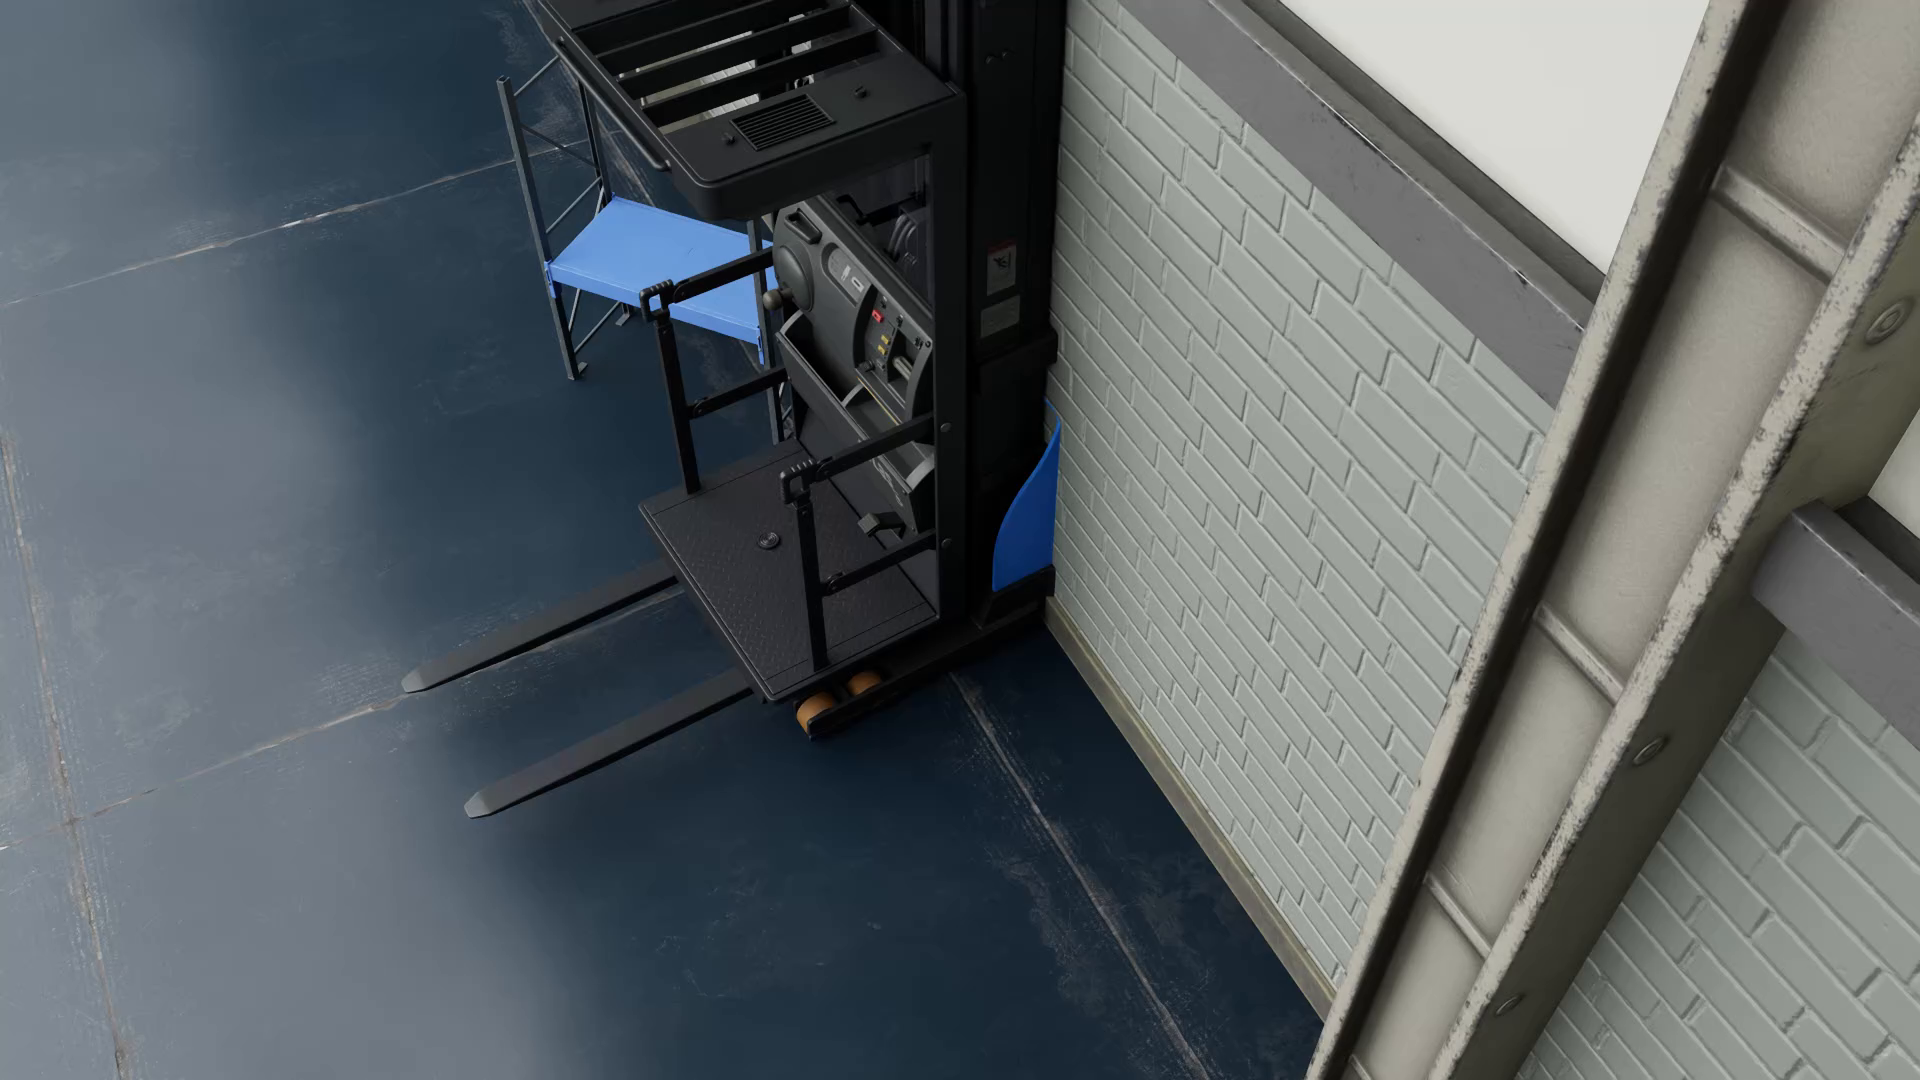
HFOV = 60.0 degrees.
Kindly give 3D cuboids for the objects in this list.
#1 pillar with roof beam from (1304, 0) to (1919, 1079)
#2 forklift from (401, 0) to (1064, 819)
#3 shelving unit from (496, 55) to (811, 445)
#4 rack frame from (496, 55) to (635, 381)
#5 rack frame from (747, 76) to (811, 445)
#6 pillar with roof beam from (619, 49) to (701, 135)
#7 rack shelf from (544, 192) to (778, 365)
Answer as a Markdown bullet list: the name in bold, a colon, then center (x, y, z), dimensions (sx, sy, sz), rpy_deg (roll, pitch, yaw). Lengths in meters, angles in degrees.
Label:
- **pillar with roof beam**: center (-2.591, 0.364, 0.346), dimensions (9.100, 9.000, 0.400), rpy_deg (-21, 52, -18)
- **forklift**: center (-0.531, -0.712, 5.318), dimensions (3.031, 2.935, 1.130), rpy_deg (-25, 54, -21)
- **shelving unit**: center (-1.130, -1.207, 6.702), dimensions (1.048, 1.500, 0.538), rpy_deg (19, 51, 16)
- **rack frame**: center (-1.593, -1.364, 6.839), dimensions (0.032, 1.500, 0.500), rpy_deg (19, 51, 16)
- **rack frame**: center (-0.666, -1.050, 6.564), dimensions (0.032, 1.500, 0.500), rpy_deg (19, 51, 16)
- **pillar with roof beam**: center (-5.337, -3.652, 3.858), dimensions (9.100, 9.000, 0.400), rpy_deg (-21, 52, -18)
- **rack shelf**: center (-1.130, -1.088, 6.837), dimensions (1.000, 0.185, 0.538), rpy_deg (19, 51, 16)
